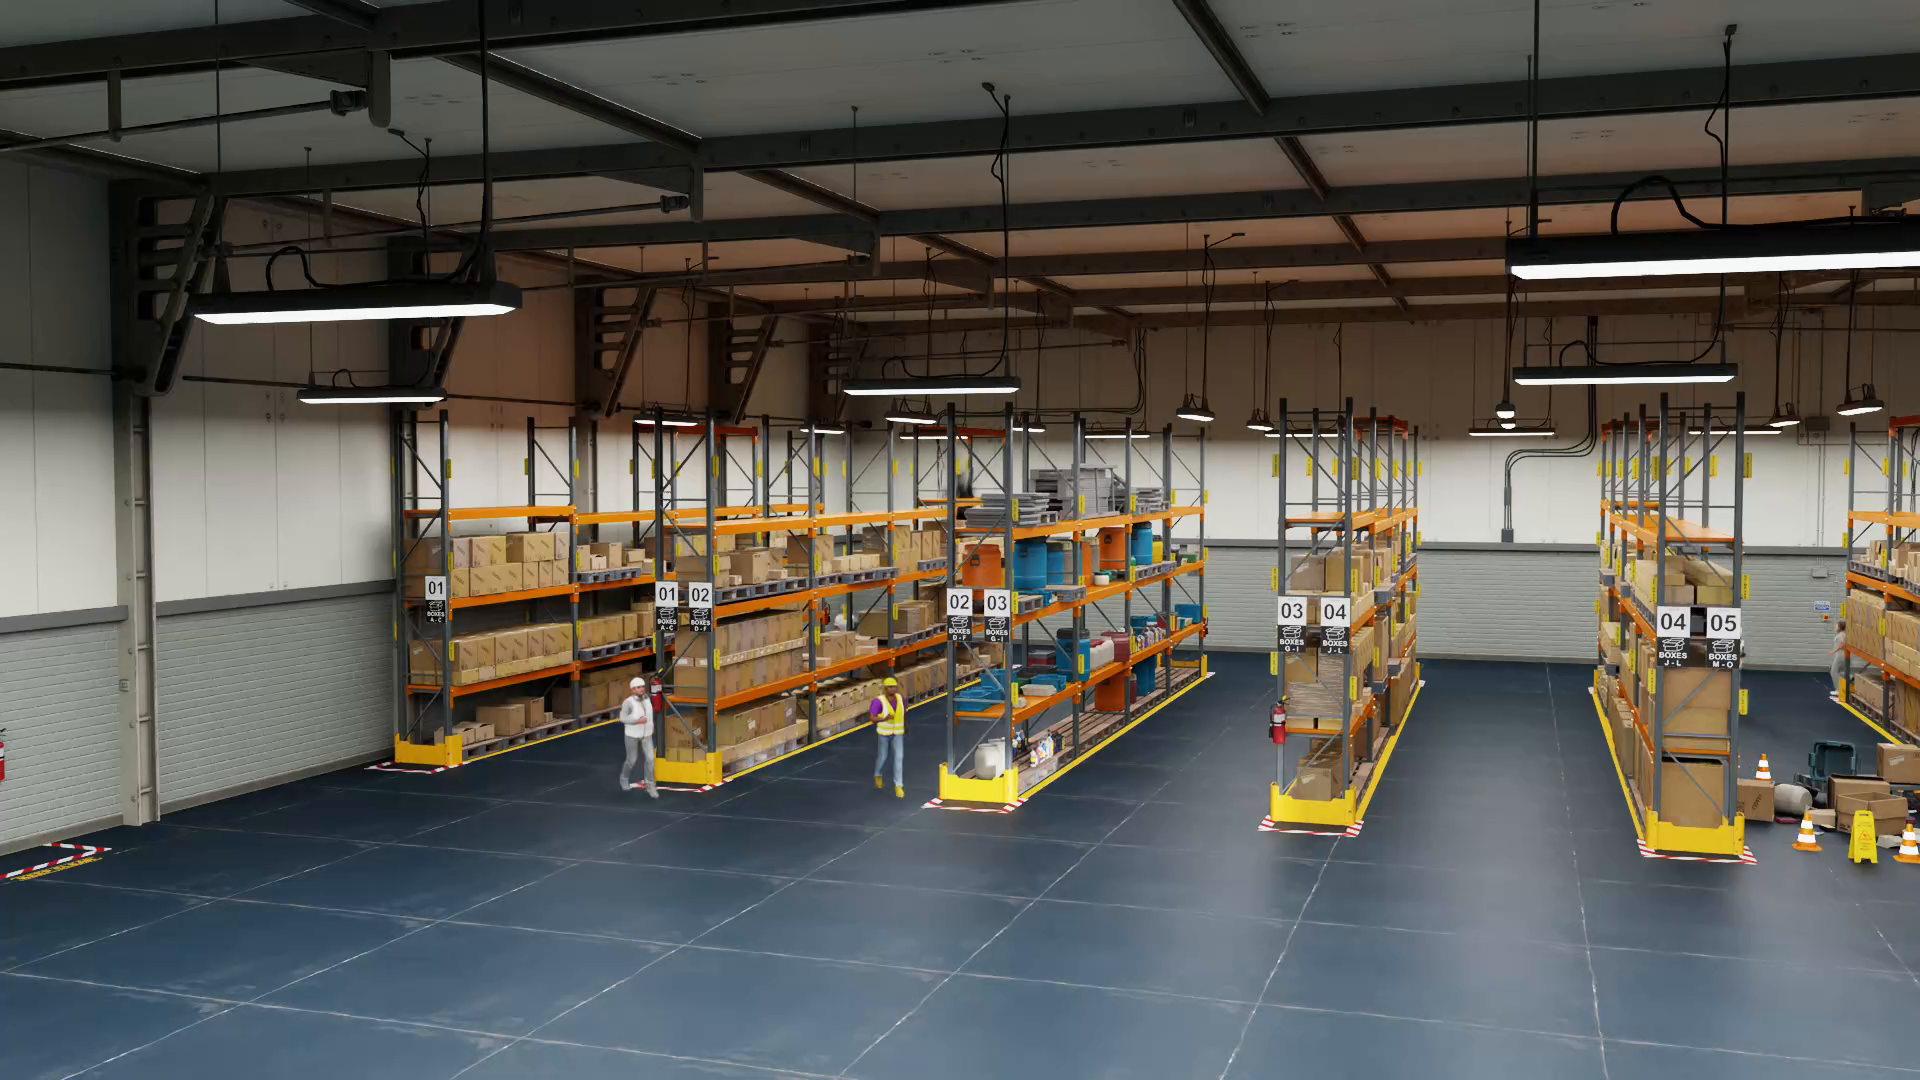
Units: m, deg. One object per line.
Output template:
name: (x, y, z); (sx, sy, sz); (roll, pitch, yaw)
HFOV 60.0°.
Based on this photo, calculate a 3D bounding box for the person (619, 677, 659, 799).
person: (-4.928, 3.006, 25.427); (0.669, 1.818, 0.876); (-2, 3, -40)

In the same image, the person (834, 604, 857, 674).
person: (-2.836, 2.426, 40.859); (0.521, 1.749, 0.787); (1, 2, 12)

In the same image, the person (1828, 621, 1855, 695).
person: (19.545, 2.614, 36.796); (0.562, 1.642, 0.582); (2, 3, 36)

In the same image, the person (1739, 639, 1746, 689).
person: (15.870, 2.638, 34.341); (0.692, 1.796, 0.889); (1, 3, 13)

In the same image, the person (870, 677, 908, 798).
person: (-1.089, 2.993, 25.555); (0.688, 1.781, 0.950); (-1, 3, -21)
